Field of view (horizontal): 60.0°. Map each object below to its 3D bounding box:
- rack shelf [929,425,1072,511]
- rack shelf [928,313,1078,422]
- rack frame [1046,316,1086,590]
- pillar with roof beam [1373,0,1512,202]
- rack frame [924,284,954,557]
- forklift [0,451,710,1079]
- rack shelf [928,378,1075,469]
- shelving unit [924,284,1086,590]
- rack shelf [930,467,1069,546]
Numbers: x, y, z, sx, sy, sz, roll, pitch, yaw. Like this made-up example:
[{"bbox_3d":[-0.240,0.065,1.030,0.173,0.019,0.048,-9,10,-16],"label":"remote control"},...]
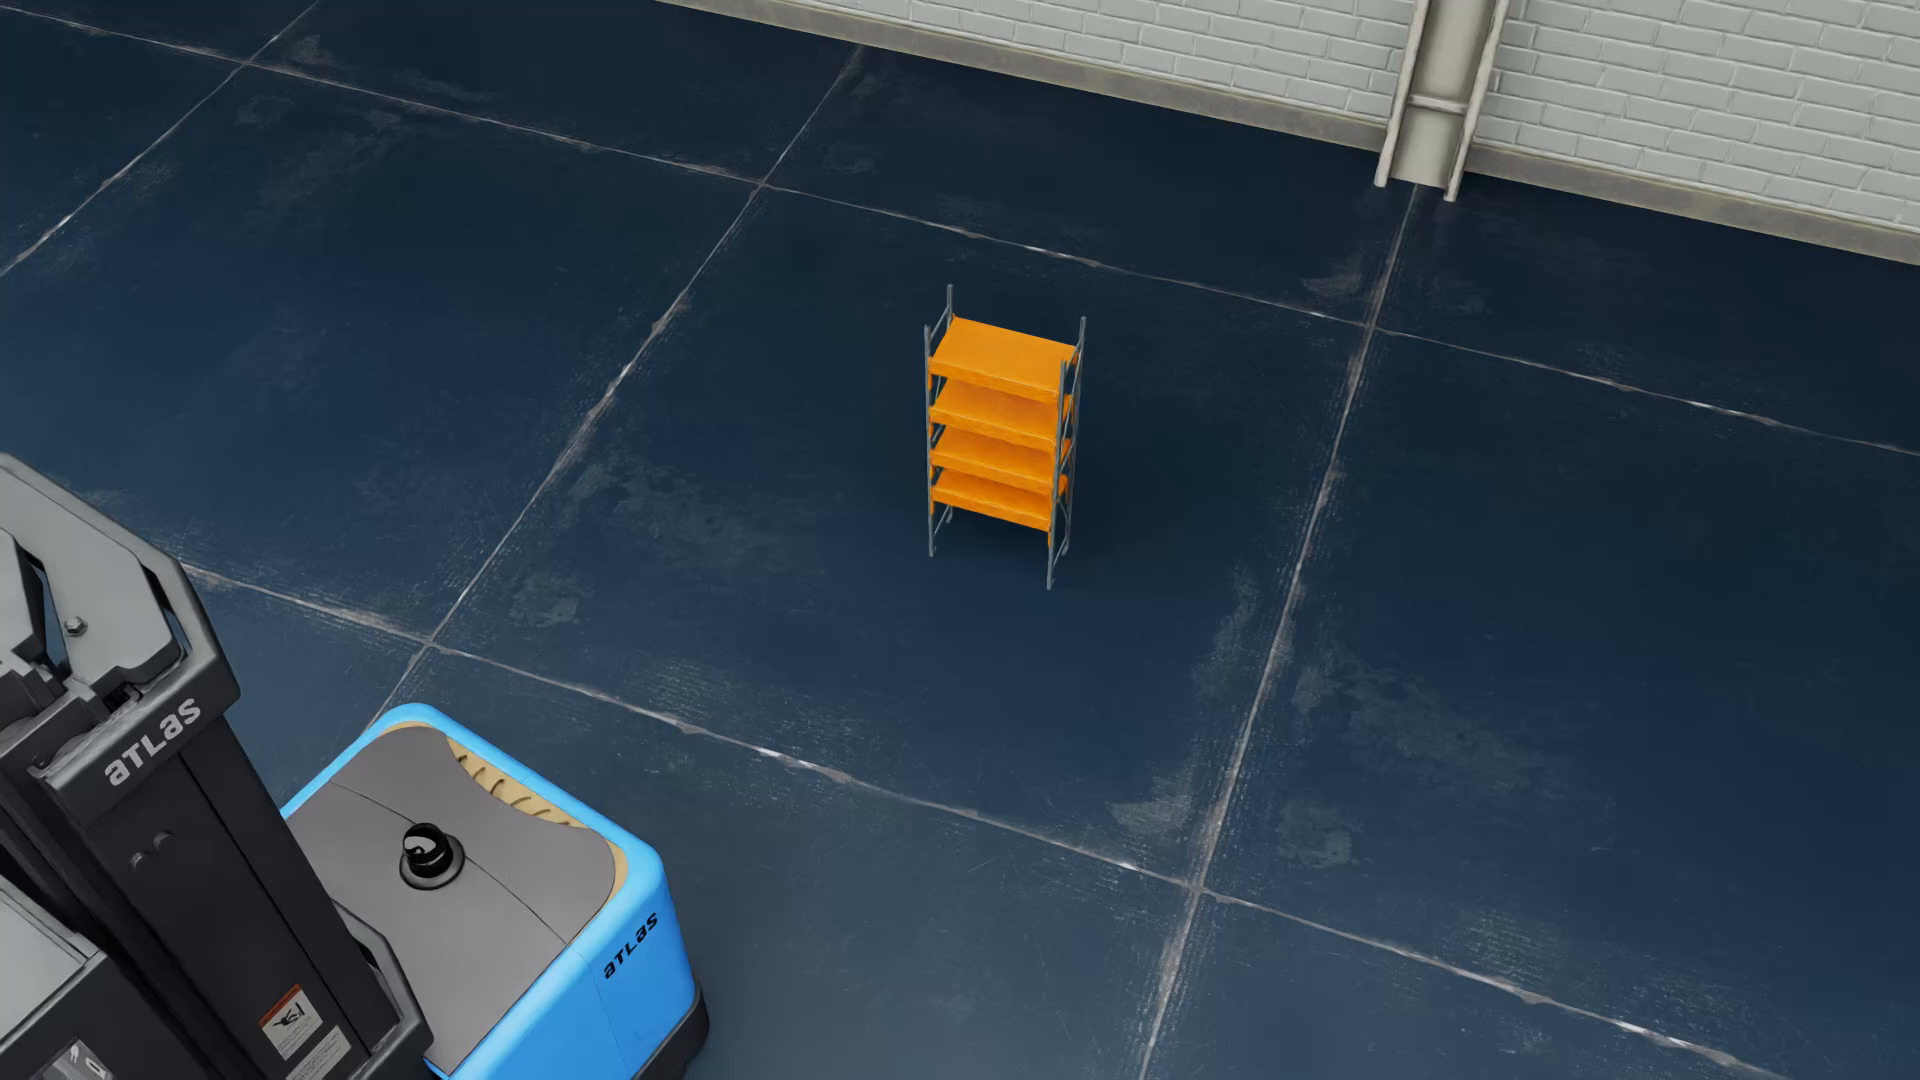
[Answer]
[{"bbox_3d":[0.155,-0.306,6.176,0.480,0.148,0.258,16,51,13],"label":"rack shelf"},{"bbox_3d":[0.155,-0.607,5.829,0.480,0.148,0.258,16,51,13],"label":"rack shelf"},{"bbox_3d":[0.384,-0.286,6.070,0.015,1.200,0.240,16,51,13],"label":"rack frame"},{"bbox_3d":[0.765,-1.687,2.124,0.400,9.000,9.100,16,51,13],"label":"pillar with roof beam"},{"bbox_3d":[-0.074,-0.414,6.181,0.015,1.200,0.240,16,51,13],"label":"rack frame"},{"bbox_3d":[-2.021,1.319,3.534,1.130,2.935,3.031,27,54,21],"label":"forklift"},{"bbox_3d":[0.155,-0.452,6.007,0.480,0.148,0.258,16,51,13],"label":"rack shelf"},{"bbox_3d":[0.155,-0.350,6.126,0.503,1.200,0.258,16,51,13],"label":"shelving unit"},{"bbox_3d":[0.155,-0.176,6.326,0.480,0.148,0.258,16,51,13],"label":"rack shelf"}]
